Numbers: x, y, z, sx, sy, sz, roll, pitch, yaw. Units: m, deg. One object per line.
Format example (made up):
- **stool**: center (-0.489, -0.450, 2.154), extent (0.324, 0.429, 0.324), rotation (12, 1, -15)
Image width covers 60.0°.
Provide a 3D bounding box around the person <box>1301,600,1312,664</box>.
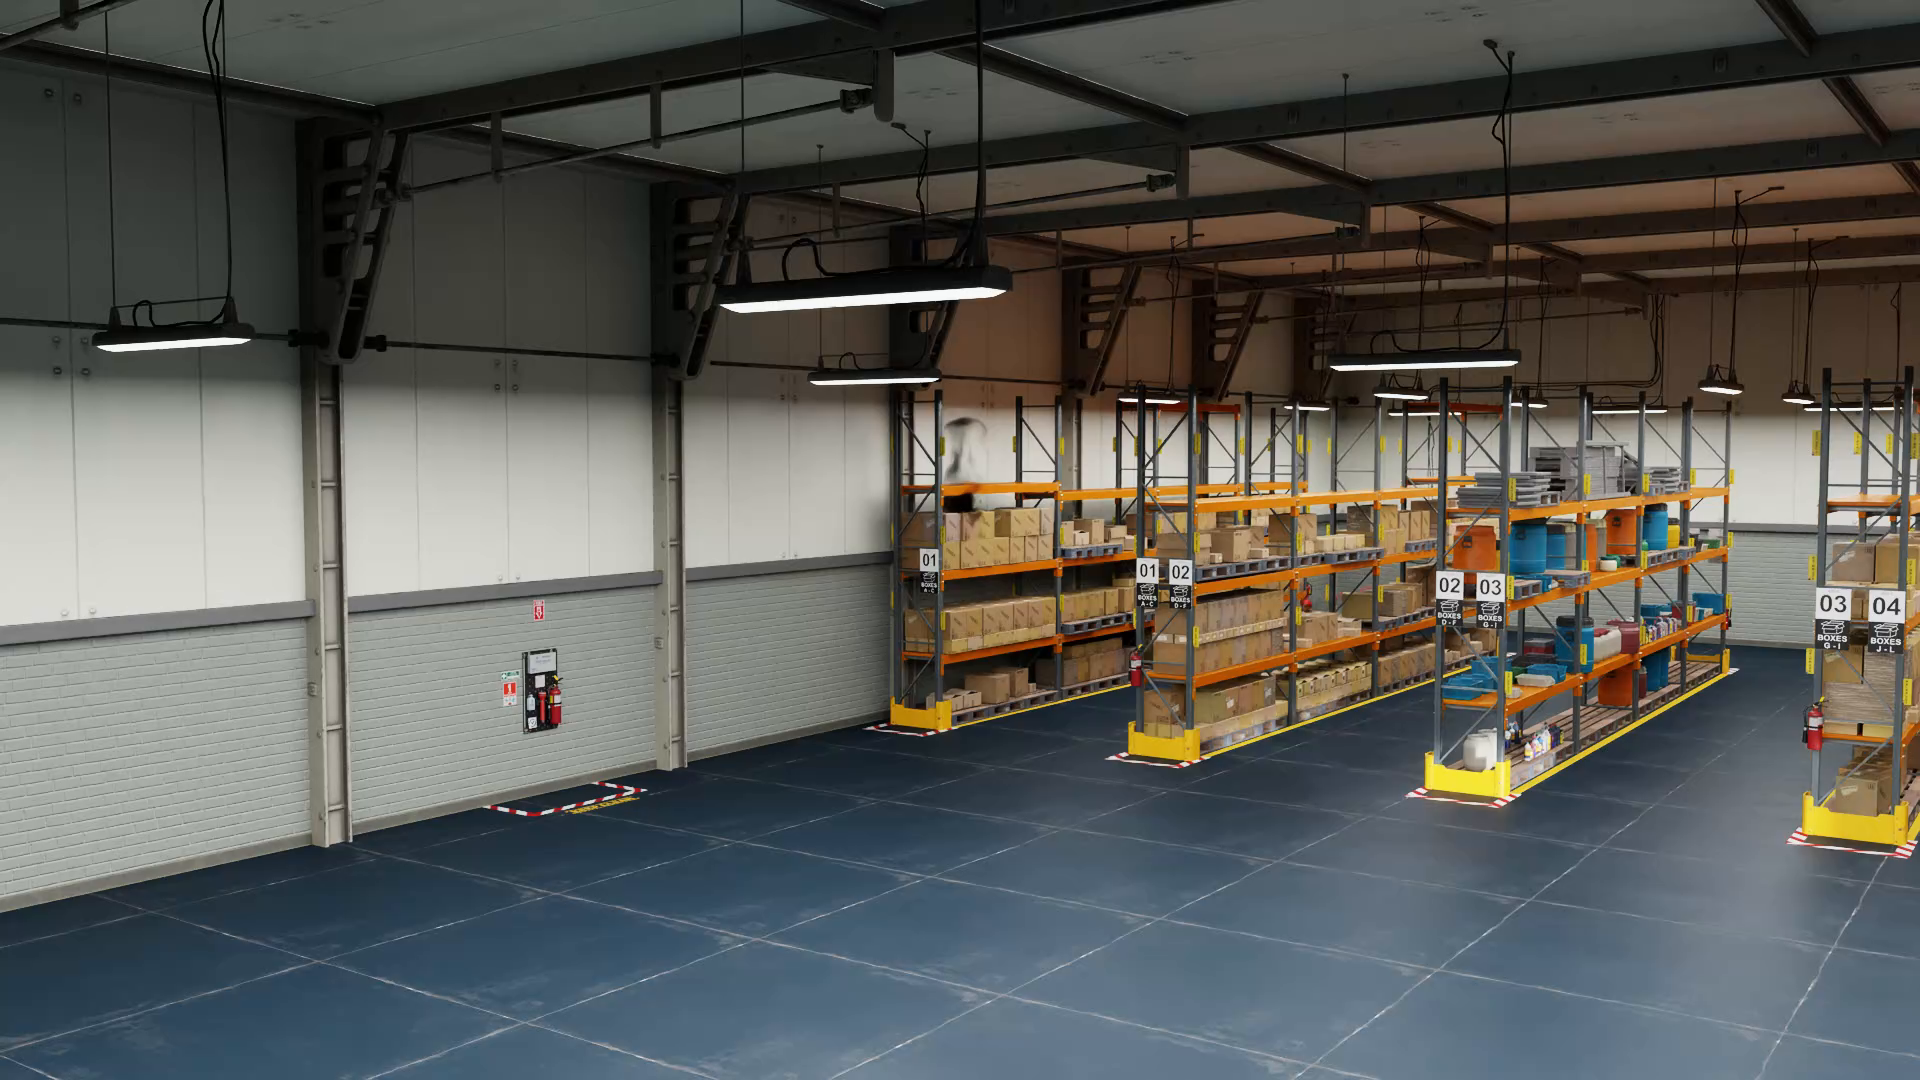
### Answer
- **person**: center (7.342, 2.145, 35.030), extent (0.667, 1.786, 0.956), rotation (2, 4, 33)
